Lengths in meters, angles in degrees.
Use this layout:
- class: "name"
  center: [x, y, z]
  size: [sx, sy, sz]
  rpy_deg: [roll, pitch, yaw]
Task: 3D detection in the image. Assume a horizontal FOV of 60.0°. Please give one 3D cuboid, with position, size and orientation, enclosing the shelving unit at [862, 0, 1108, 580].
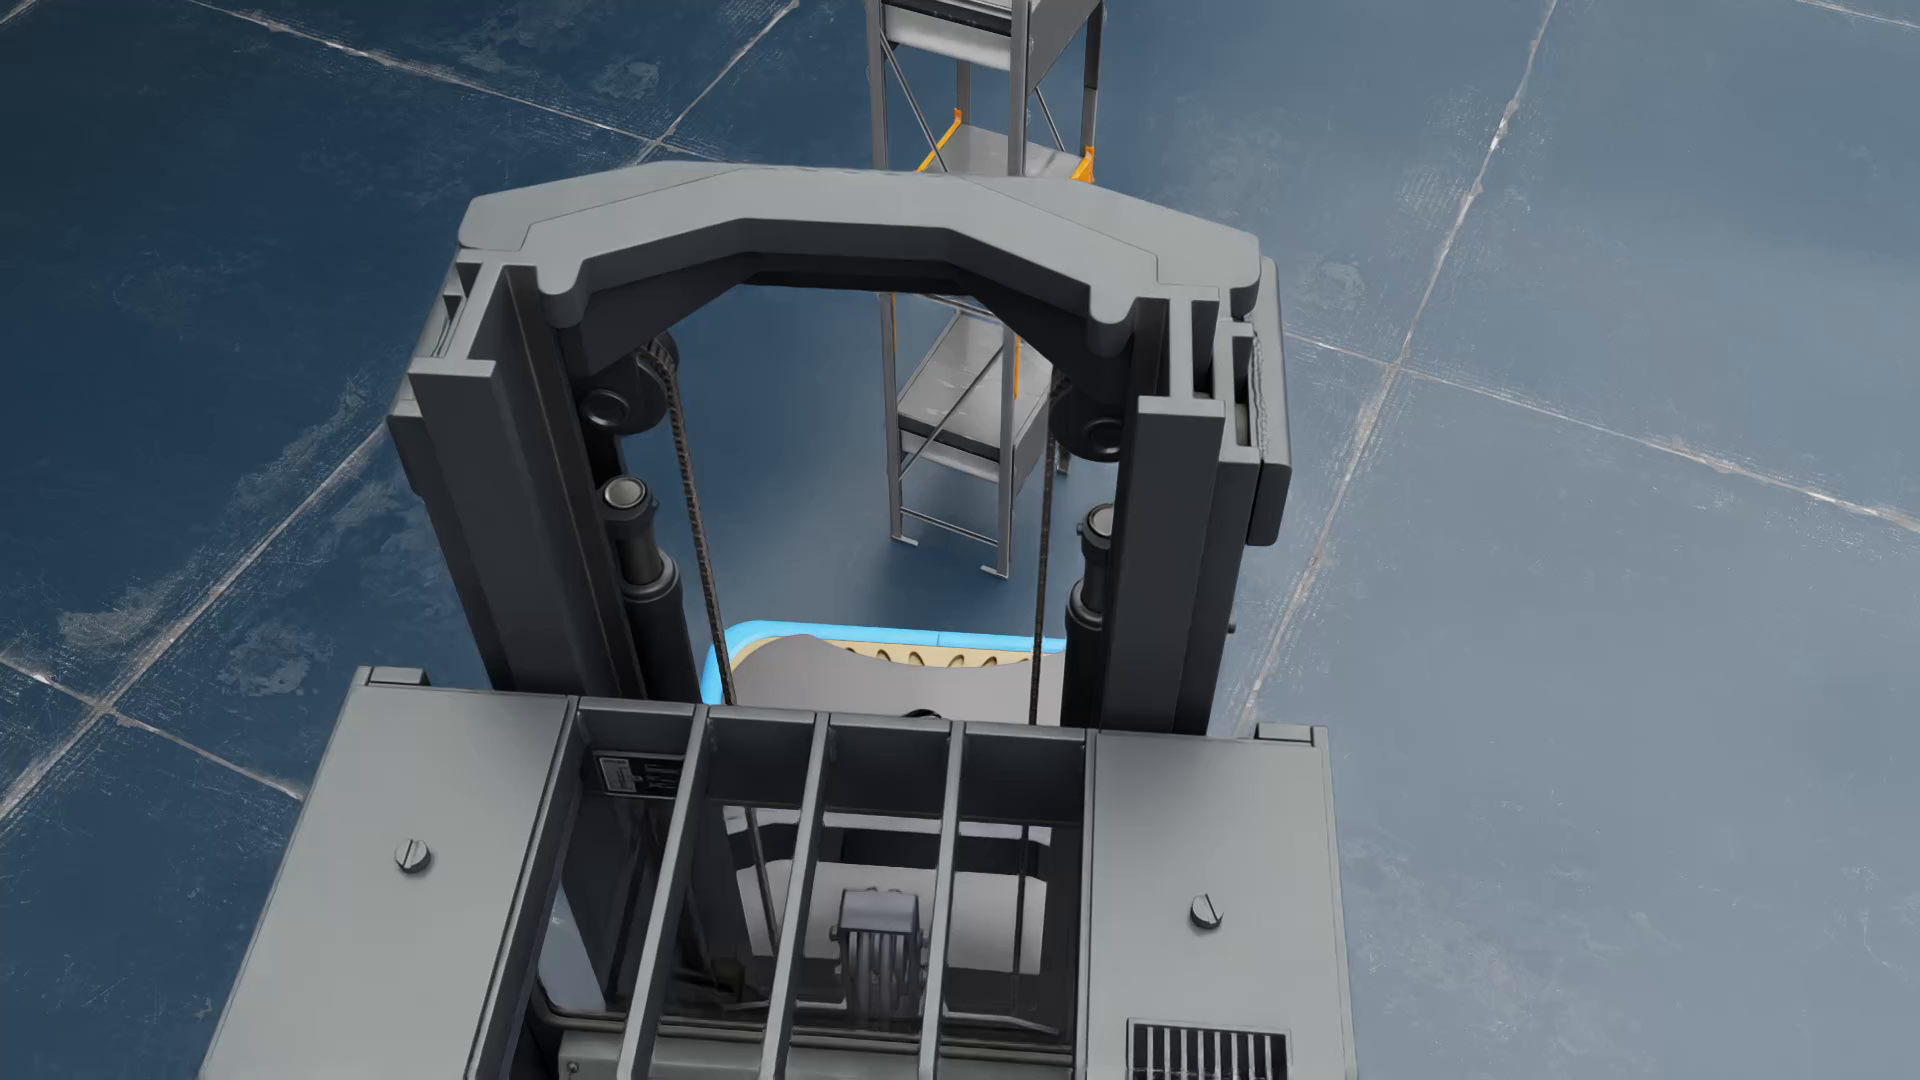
- class: "shelving unit"
  center: [0.071, -0.794, 4.547]
  size: [0.431, 2.100, 0.503]
  rpy_deg: [20, 52, 16]

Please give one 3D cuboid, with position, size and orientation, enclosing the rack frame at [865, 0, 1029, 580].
- class: "rack frame"
  center: [-0.034, -0.626, 4.404]
  size: [0.400, 2.100, 0.015]
  rpy_deg: [20, 52, 16]

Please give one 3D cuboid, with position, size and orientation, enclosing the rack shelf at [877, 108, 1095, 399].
- class: "rack shelf"
  center: [0.071, -0.786, 4.558]
  size: [0.431, 0.518, 0.480]
  rpy_deg: [20, 52, 16]

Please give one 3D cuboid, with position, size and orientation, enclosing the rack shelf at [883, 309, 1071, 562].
- class: "rack shelf"
  center: [0.071, -0.332, 5.091]
  size: [0.431, 0.518, 0.480]
  rpy_deg: [20, 52, 16]

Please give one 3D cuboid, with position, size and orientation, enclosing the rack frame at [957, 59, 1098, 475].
- class: "rack frame"
  center: [0.175, -0.962, 4.690]
  size: [0.400, 2.100, 0.015]
  rpy_deg: [20, 52, 16]

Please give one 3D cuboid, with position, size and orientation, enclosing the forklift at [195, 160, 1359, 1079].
- class: "forklift"
  center: [-0.161, 1.069, 2.416]
  size: [1.130, 2.935, 3.031]
  rpy_deg: [3, 50, 3]

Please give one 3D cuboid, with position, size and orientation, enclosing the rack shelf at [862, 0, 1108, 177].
- class: "rack shelf"
  center: [0.071, -1.239, 4.025]
  size: [0.431, 0.518, 0.480]
  rpy_deg: [20, 52, 16]
